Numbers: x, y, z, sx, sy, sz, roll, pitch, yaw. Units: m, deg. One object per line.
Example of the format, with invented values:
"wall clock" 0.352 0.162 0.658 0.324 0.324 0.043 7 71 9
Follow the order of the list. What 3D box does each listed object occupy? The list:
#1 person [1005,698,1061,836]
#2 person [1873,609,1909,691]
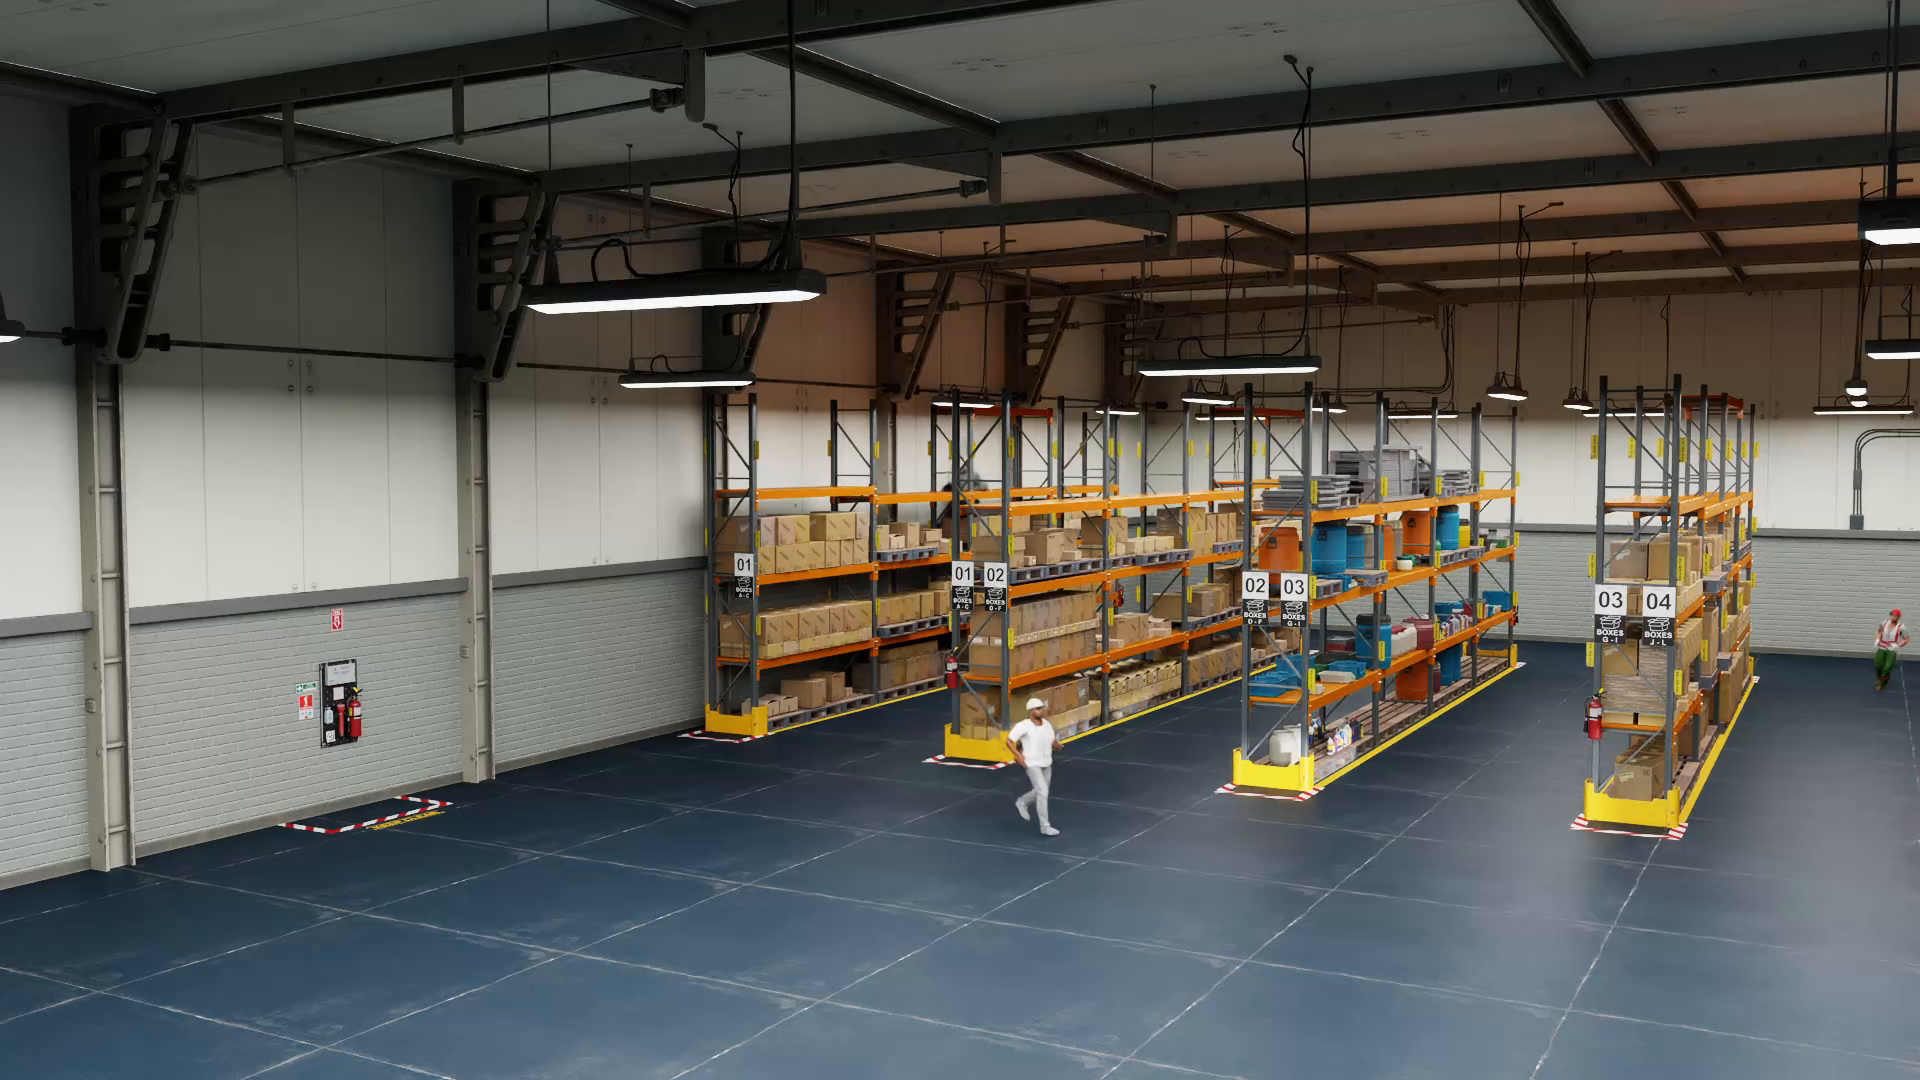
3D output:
"person" 0.997 2.943 21.779 0.713 1.747 0.933 -3 4 -41
"person" 19.246 2.287 34.412 0.691 1.722 0.558 3 4 45
